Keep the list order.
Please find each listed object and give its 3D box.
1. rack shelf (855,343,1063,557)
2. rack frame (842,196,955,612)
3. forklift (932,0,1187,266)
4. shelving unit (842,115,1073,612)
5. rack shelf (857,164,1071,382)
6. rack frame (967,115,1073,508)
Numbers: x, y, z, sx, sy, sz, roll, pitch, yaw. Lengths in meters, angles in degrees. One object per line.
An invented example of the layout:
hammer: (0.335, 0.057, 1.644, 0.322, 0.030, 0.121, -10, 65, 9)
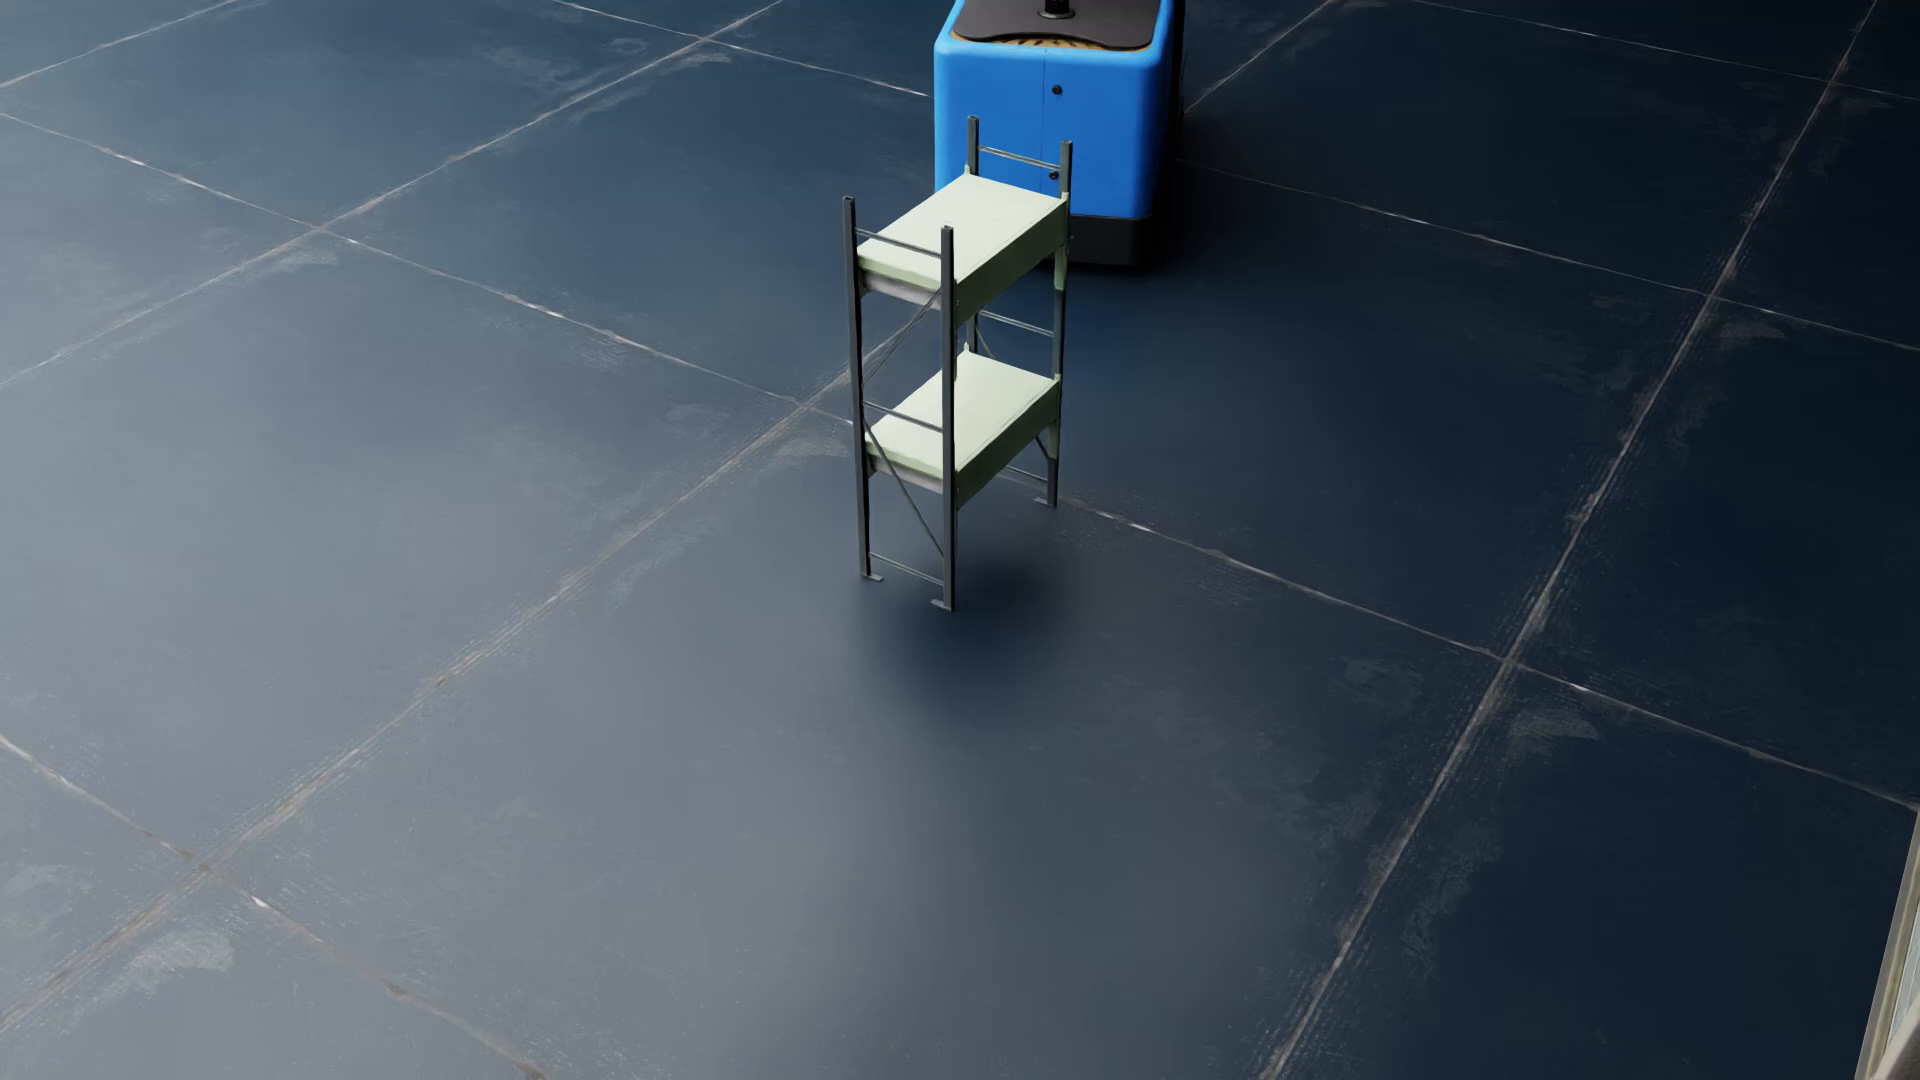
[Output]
rack shelf: (0.004, -0.339, 5.996, 0.431, 0.370, 0.720, 21, 42, 25)
rack frame: (-0.193, -0.409, 5.552, 0.400, 1.500, 0.023, 21, 42, 25)
forklift: (0.632, -3.343, 8.186, 1.130, 2.935, 3.031, 6, 38, 8)
shelving unit: (0.004, -0.597, 5.797, 0.431, 1.500, 0.755, 21, 42, 25)
rack shelf: (0.004, -0.907, 5.558, 0.431, 0.370, 0.720, 21, 42, 25)
rack frame: (0.200, -0.786, 6.041, 0.400, 1.500, 0.023, 21, 42, 25)
